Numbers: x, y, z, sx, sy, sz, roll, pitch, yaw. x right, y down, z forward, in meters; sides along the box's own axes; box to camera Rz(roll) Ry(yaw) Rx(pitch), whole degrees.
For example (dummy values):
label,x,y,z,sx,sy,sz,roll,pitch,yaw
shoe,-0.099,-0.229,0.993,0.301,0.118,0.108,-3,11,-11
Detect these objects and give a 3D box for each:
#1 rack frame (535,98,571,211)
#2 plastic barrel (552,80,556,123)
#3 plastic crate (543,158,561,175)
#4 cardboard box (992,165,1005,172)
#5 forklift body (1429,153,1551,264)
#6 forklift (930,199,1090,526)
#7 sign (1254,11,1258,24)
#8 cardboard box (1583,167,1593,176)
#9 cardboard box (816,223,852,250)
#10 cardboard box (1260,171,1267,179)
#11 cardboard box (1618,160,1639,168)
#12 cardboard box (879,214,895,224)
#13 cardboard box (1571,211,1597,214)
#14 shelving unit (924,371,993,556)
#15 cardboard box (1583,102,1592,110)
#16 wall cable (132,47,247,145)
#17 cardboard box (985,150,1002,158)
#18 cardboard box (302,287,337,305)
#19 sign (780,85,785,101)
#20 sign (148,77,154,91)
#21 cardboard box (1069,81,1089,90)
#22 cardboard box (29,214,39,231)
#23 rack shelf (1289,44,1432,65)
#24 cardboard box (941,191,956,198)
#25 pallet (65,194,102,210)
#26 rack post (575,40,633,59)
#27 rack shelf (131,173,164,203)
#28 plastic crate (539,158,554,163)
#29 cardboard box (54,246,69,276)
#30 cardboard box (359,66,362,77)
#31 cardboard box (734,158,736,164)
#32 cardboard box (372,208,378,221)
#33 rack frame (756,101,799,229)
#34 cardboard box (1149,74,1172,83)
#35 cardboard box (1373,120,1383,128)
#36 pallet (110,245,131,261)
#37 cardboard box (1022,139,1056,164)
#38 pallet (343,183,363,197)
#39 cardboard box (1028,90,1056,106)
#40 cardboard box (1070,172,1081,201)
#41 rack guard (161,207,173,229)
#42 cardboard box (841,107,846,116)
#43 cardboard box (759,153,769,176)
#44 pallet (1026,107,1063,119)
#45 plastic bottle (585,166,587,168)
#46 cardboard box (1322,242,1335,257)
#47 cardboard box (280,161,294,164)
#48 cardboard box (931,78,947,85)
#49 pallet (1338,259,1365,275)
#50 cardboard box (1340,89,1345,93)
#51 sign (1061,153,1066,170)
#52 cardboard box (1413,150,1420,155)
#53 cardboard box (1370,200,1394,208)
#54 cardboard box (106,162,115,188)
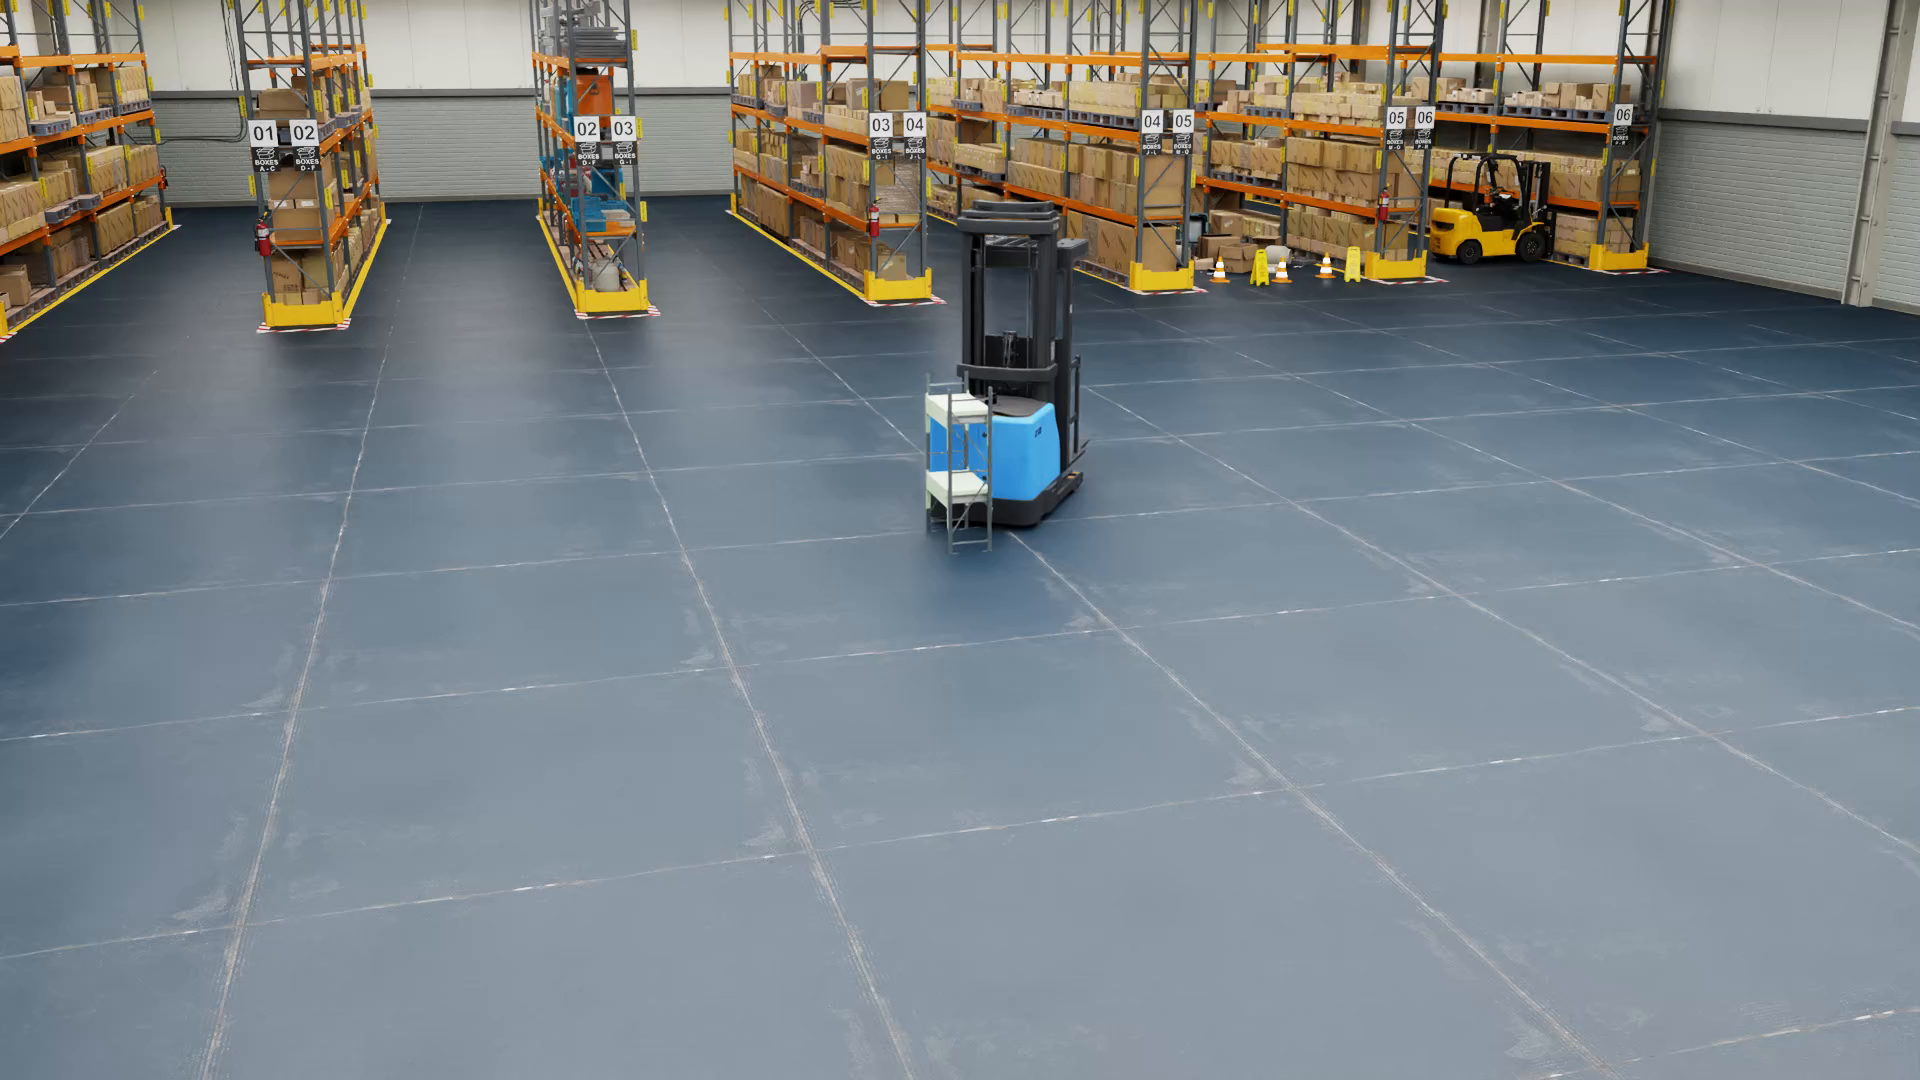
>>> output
label,x,y,z,sx,sy,sz,roll,pitch,yaw
rack frame,-10.242,-9.767,42.550,1.000,3.000,0.127,-5,17,-15
plastic barrel,-7.846,-8.771,33.274,0.600,0.830,0.708,-5,17,-15
plastic crate,-9.599,-8.783,39.200,0.392,0.384,0.575,-5,17,-15
cardboard box,0.938,-8.490,38.008,0.380,0.149,0.250,-4,17,-14
forklift body,10.942,-6.883,34.426,2.313,2.155,1.214,-5,17,-15
forklift,0.631,-1.921,16.551,1.130,2.935,3.031,5,18,17
sign,8.299,-14.651,46.620,0.100,0.325,0.005,-5,17,-15
cardboard box,12.754,-7.410,33.403,0.380,0.149,0.250,-4,17,-14
cardboard box,-2.597,-6.312,34.630,0.700,0.500,0.500,-6,18,-20
cardboard box,6.779,-7.967,36.264,0.380,0.149,0.250,-5,17,-16
cardboard box,13.331,-7.520,33.253,0.380,0.149,0.250,-5,17,-16
cardboard box,-1.359,-5.675,29.364,0.380,0.149,0.250,-5,17,-15
cardboard box,13.000,-6.698,34.644,0.500,0.250,0.500,-5,17,-16
shelving unit,-0.016,-0.699,14.969,0.431,1.500,0.755,-5,17,-16
cardboard box,12.698,-8.680,33.251,0.380,0.149,0.250,-5,17,-17
wall cable,-20.978,-11.962,44.828,3.097,2.526,0.112,-5,17,-15
cardboard box,0.801,-8.917,38.393,0.380,0.149,0.250,-4,17,-14
cardboard box,-10.542,-4.001,27.404,0.500,0.250,0.500,-5,17,-15
sign,-3.817,-9.626,35.831,0.100,0.325,0.005,-5,17,-15
sign,-19.242,-10.845,39.525,0.100,0.325,0.005,-5,17,-15
cardboard box,2.388,-9.023,33.006,0.380,0.149,0.250,-5,17,-15
cardboard box,-15.919,-5.356,28.093,0.500,0.250,0.500,-5,17,-15
rack shelf,7.896,-9.596,32.811,1.077,0.370,4.000,-5,17,-15
cardboard box,-0.275,-8.896,42.842,0.380,0.149,0.250,-6,18,-18
pallet,-17.271,-6.490,31.975,1.213,0.211,1.003,-5,17,-15
rack post,-5.930,-8.194,27.755,0.937,0.300,0.954,-3,17,-9
rack shelf,-19.218,-8.086,38.204,1.077,0.370,4.000,-5,17,-15
plastic crate,-10.310,-9.439,41.645,0.416,0.233,0.300,-5,17,-15
cardboard box,-16.979,-5.163,30.805,0.700,0.500,0.500,-4,17,-15
cardboard box,-14.849,-11.199,40.191,0.700,0.500,0.500,-5,17,-15
cardboard box,-5.699,-9.914,43.476,0.380,0.149,0.250,-4,17,-15
cardboard box,-14.387,-7.874,40.263,0.500,0.250,0.500,-5,17,-15
rack frame,-4.380,-9.052,40.170,1.000,3.000,0.127,-5,17,-15
cardboard box,5.188,-11.748,42.855,0.500,0.500,0.500,-4,17,-14
cardboard box,8.079,-7.909,31.588,0.380,0.149,0.250,-5,17,-15
pallet,-18.045,-5.996,34.844,1.003,0.211,1.213,-5,17,-15
cardboard box,1.770,-8.572,36.659,0.700,0.500,0.500,-5,17,-16
pallet,-13.061,-7.253,34.516,1.213,0.211,1.003,-5,17,-15
cardboard box,1.782,-9.454,35.547,0.500,0.311,0.500,-5,17,-16
cardboard box,2.728,-7.174,33.658,0.875,0.550,0.550,-5,17,-15
rack guard,-19.774,-7.793,40.324,1.175,0.500,0.348,-5,17,-15
cardboard box,-1.994,-7.923,30.765,0.380,0.149,0.250,-5,17,-16
cardboard box,-4.494,-8.953,39.666,0.500,0.500,0.500,-5,17,-15
pallet,2.054,-9.173,35.687,1.003,0.211,1.213,-4,17,-13
plastic bottle,-8.524,-8.357,37.943,0.144,0.351,0.185,-5,17,-15
cardboard box,7.681,-5.891,33.696,0.500,0.250,0.500,-5,18,-17
cardboard box,-11.028,-6.049,27.744,0.700,0.500,0.500,-5,17,-15
cardboard box,-0.536,-11.846,42.958,0.380,0.149,0.250,-4,17,-14
pallet,8.236,-5.429,32.957,1.003,0.211,1.213,-5,17,-15
cardboard box,9.902,-11.398,42.298,0.380,0.149,0.250,-5,17,-16
sign,2.096,-7.674,33.709,0.100,0.325,0.005,-5,17,-15
cardboard box,10.993,-9.227,39.451,0.380,0.149,0.250,-4,17,-14
cardboard box,8.138,-6.482,32.052,0.380,0.149,0.250,-4,17,-13
cardboard box,-17.877,-7.551,34.450,0.500,0.500,0.500,-4,17,-14
